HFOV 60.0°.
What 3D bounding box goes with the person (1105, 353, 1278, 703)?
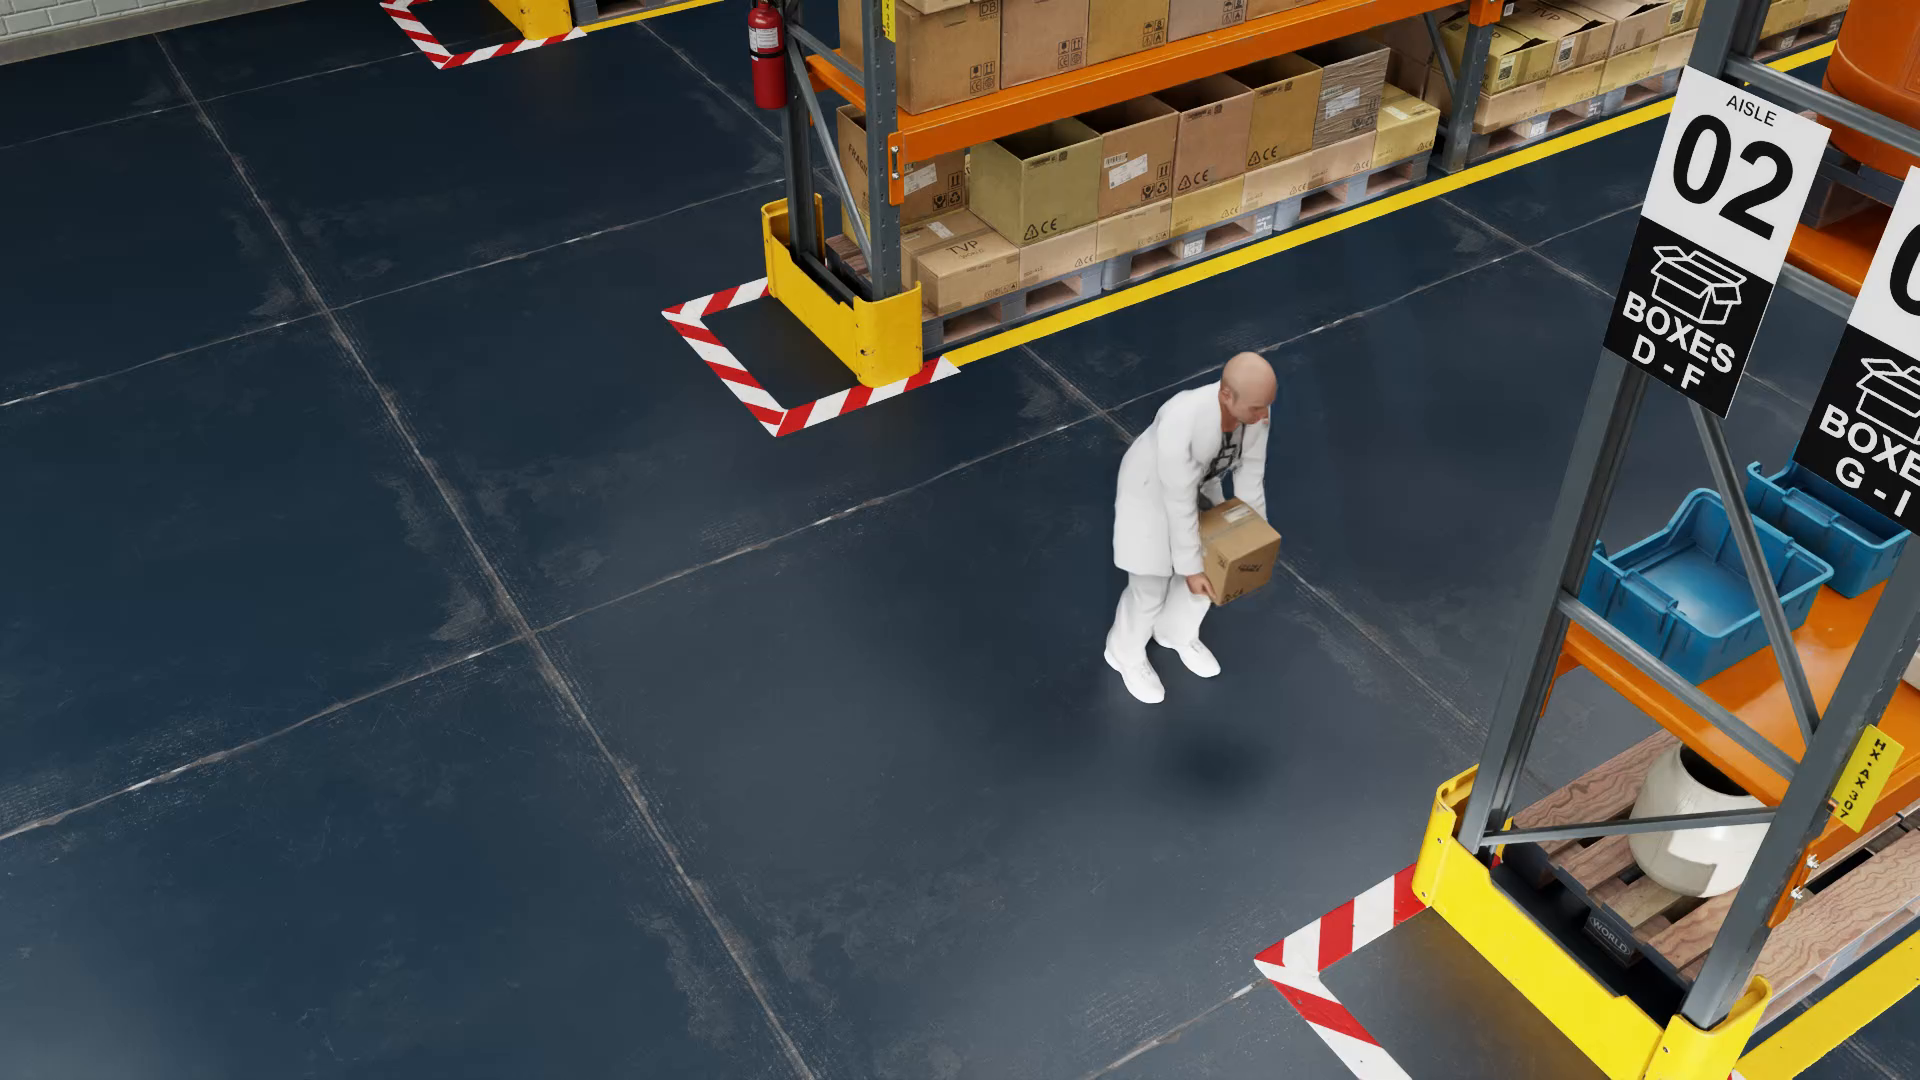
[{"bbox_3d":[0.878,-0.050,6.335,0.544,1.646,0.634,-23,45,-25],"label":"person"}]
